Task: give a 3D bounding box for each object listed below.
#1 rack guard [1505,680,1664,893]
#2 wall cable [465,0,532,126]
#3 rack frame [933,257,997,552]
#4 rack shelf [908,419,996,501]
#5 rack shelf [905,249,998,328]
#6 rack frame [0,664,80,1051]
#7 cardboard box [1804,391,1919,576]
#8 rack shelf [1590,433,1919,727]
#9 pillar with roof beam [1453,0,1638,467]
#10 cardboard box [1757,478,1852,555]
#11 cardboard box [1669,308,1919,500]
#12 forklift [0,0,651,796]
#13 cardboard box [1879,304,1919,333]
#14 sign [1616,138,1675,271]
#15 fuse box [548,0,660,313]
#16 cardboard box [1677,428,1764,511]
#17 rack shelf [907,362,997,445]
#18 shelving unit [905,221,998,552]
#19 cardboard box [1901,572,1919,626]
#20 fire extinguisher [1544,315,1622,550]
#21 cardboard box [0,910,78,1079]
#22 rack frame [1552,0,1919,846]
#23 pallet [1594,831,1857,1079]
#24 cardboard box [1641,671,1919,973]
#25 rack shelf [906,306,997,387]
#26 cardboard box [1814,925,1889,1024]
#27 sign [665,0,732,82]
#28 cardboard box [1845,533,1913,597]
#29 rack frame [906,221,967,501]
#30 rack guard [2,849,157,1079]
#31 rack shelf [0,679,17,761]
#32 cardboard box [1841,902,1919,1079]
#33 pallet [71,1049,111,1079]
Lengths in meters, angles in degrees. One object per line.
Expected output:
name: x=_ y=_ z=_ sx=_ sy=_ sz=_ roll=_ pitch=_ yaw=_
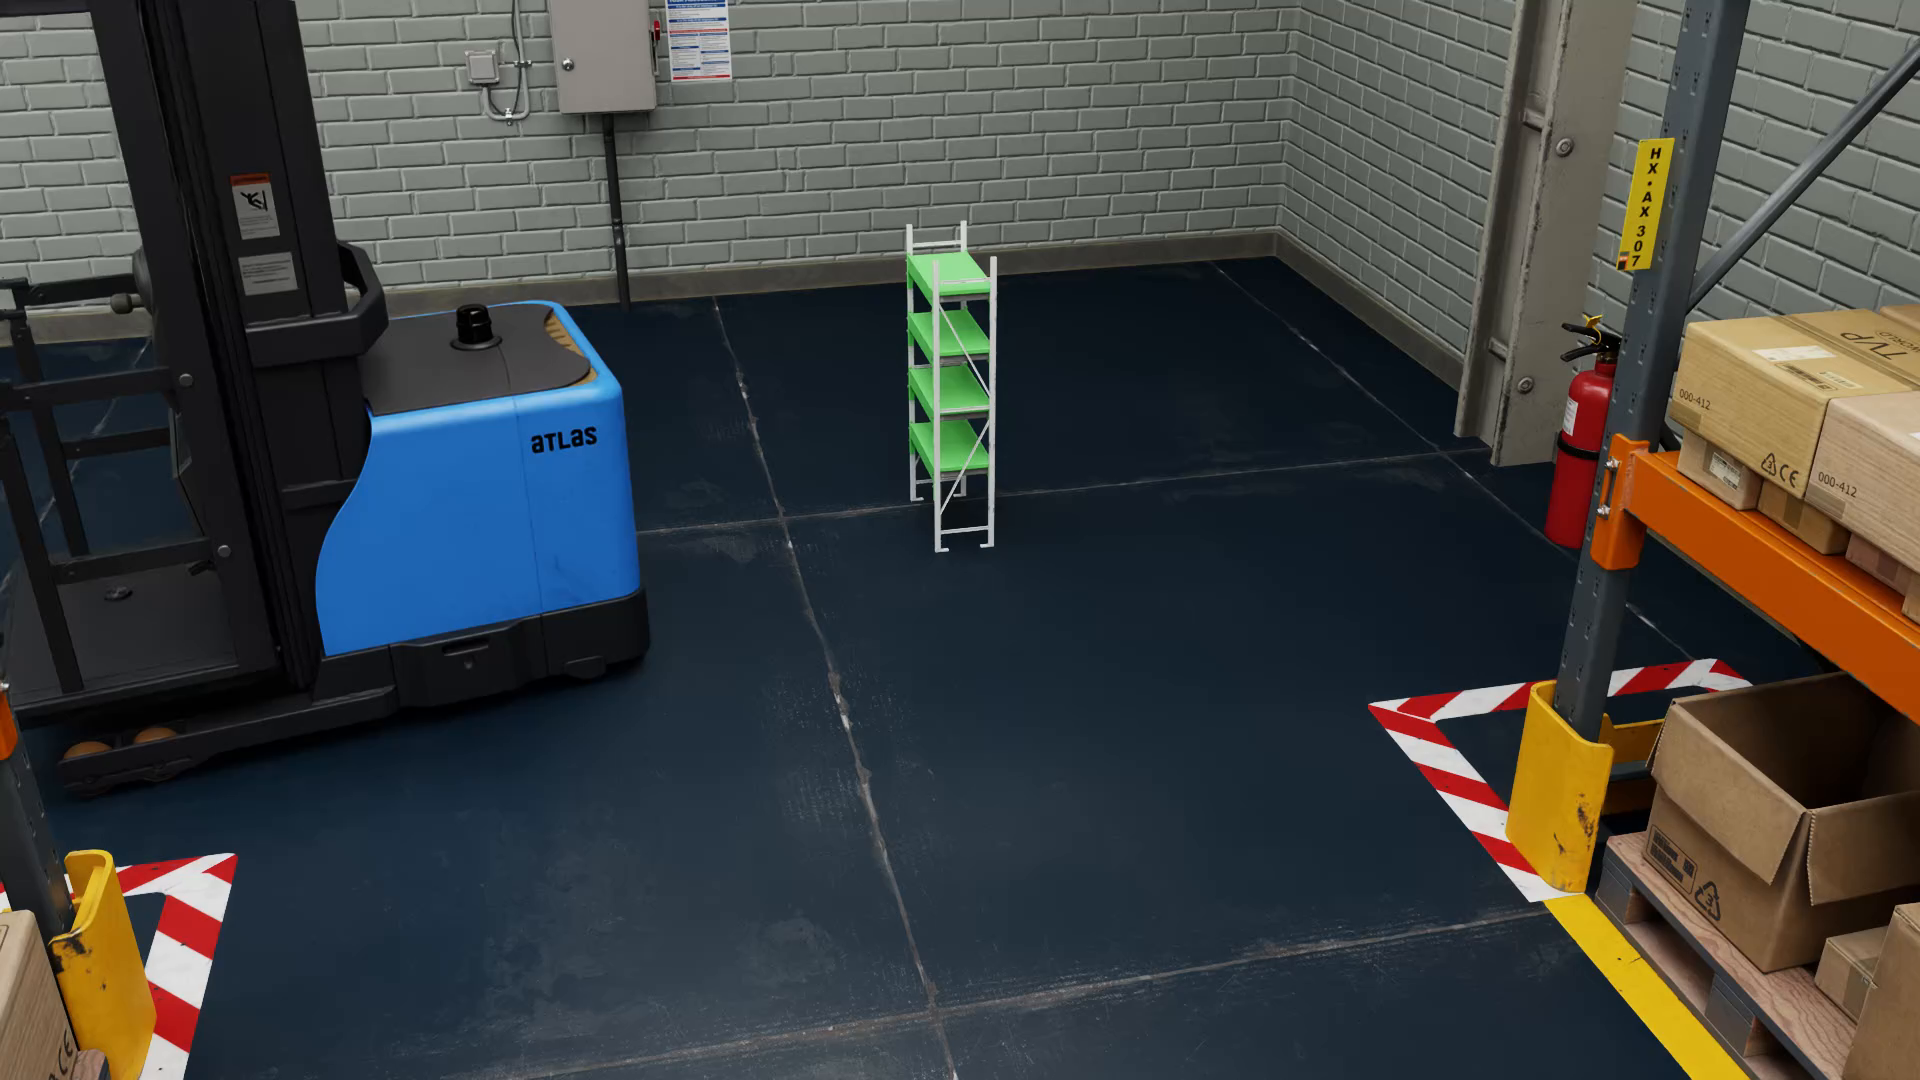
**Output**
rack guard: x=2.234 y=0.657 z=4.893 sx=1.175 sy=0.500 sz=0.348 roll=-6 pitch=27 yaw=-12
wall cable: x=-2.533 y=-3.062 z=8.360 sx=0.588 sy=1.984 sz=0.122 roll=-6 pitch=27 yaw=-12
rack frame: x=0.018 y=-0.501 z=6.411 sx=0.240 sy=1.200 sz=0.015 roll=-6 pitch=27 yaw=-12
rack shelf: x=-0.037 y=-0.337 z=6.761 sx=0.258 sy=0.148 sz=0.480 roll=-6 pitch=27 yaw=-12
rack shelf: x=-0.037 y=-0.980 z=6.436 sx=0.258 sy=0.148 sz=0.480 roll=-6 pitch=27 yaw=-12
rack frame: x=-2.618 y=0.014 z=3.394 sx=1.000 sy=3.000 sz=0.127 roll=-6 pitch=27 yaw=-12
cardboard box: x=2.170 y=-0.110 z=3.475 sx=0.500 sy=0.250 sz=0.500 roll=-6 pitch=27 yaw=-11
rack shelf: x=2.668 y=0.707 z=2.818 sx=1.077 sy=0.370 sz=4.000 roll=-6 pitch=27 yaw=-12
pillar with roof beam: x=-1.707 y=-4.008 z=4.704 sx=9.100 sy=9.000 sz=0.400 roll=-6 pitch=27 yaw=-12
cardboard box: x=2.126 y=-0.101 z=3.899 sx=0.380 sy=0.149 sz=0.250 roll=-5 pitch=27 yaw=-10
cardboard box: x=2.057 y=-0.331 z=3.914 sx=0.500 sy=0.250 sz=0.500 roll=-6 pitch=27 yaw=-11
forklift: x=-2.652 y=-0.783 z=5.048 sx=3.031 sy=2.935 sz=1.130 roll=-11 pitch=29 yaw=-21
cardboard box: x=2.579 y=-0.383 z=4.016 sx=0.500 sy=0.250 sz=0.500 roll=-5 pitch=27 yaw=-10
sign: x=1.688 y=-0.823 z=4.091 sx=0.100 sy=0.325 sz=0.005 roll=-6 pitch=27 yaw=-12
fuse box: x=-1.832 y=-2.033 z=8.879 sx=0.539 sy=1.711 sz=0.414 roll=-6 pitch=27 yaw=-12
cardboard box: x=2.024 y=-0.208 z=4.111 sx=0.380 sy=0.149 sz=0.250 roll=-6 pitch=27 yaw=-12
rack shelf: x=-0.037 y=-0.551 z=6.652 sx=0.258 sy=0.148 sz=0.480 roll=-6 pitch=27 yaw=-12
shelving unit: x=-0.037 y=-0.608 z=6.624 sx=0.258 sy=1.200 sz=0.503 roll=-6 pitch=27 yaw=-12
cardboard box: x=2.216 y=0.128 z=3.445 sx=0.380 sy=0.149 sz=0.250 roll=-5 pitch=27 yaw=-10
fire extinguisher: x=1.733 y=-0.309 z=4.532 sx=0.296 sy=0.674 sz=0.183 roll=-6 pitch=27 yaw=-12
cardboard box: x=-2.372 y=1.250 z=3.323 sx=0.875 sy=0.438 sz=0.875 roll=-7 pitch=28 yaw=-13
rack frame: x=2.217 y=-0.492 z=4.396 sx=1.000 sy=3.000 sz=0.127 roll=-6 pitch=27 yaw=-12
pallet: x=2.415 y=1.136 z=4.265 sx=1.003 sy=0.211 sz=1.213 roll=-6 pitch=27 yaw=-12
cardboard box: x=2.262 y=0.713 z=4.312 sx=0.797 sy=0.503 sz=0.637 roll=-7 pitch=28 yaw=-14
rack shelf: x=-0.037 y=-0.766 z=6.544 sx=0.258 sy=0.148 sz=0.480 roll=-6 pitch=27 yaw=-12
cardboard box: x=2.320 y=1.062 z=4.015 sx=0.380 sy=0.149 sz=0.250 roll=-7 pitch=28 yaw=-14
sign: x=-1.398 y=-2.707 z=8.890 sx=0.329 sy=0.494 sz=0.001 roll=-6 pitch=27 yaw=-12
cardboard box: x=2.219 y=0.011 z=3.678 sx=0.380 sy=0.149 sz=0.250 roll=-6 pitch=27 yaw=-12
rack frame: x=-0.092 y=-0.715 z=6.836 sx=0.240 sy=1.200 sz=0.015 roll=-6 pitch=27 yaw=-12
rack guard: x=-2.624 y=1.119 z=3.978 sx=1.175 sy=0.500 sz=0.348 roll=-6 pitch=27 yaw=-12
rack shelf: x=-2.168 y=1.213 z=1.816 sx=1.077 sy=0.370 sz=4.000 roll=-6 pitch=27 yaw=-12
cardboard box: x=2.417 y=1.094 z=3.562 sx=0.700 sy=0.500 sz=0.500 roll=-5 pitch=27 yaw=-9
pallet: x=-2.362 y=1.602 z=3.342 sx=1.003 sy=0.211 sz=1.213 roll=-6 pitch=27 yaw=-12
